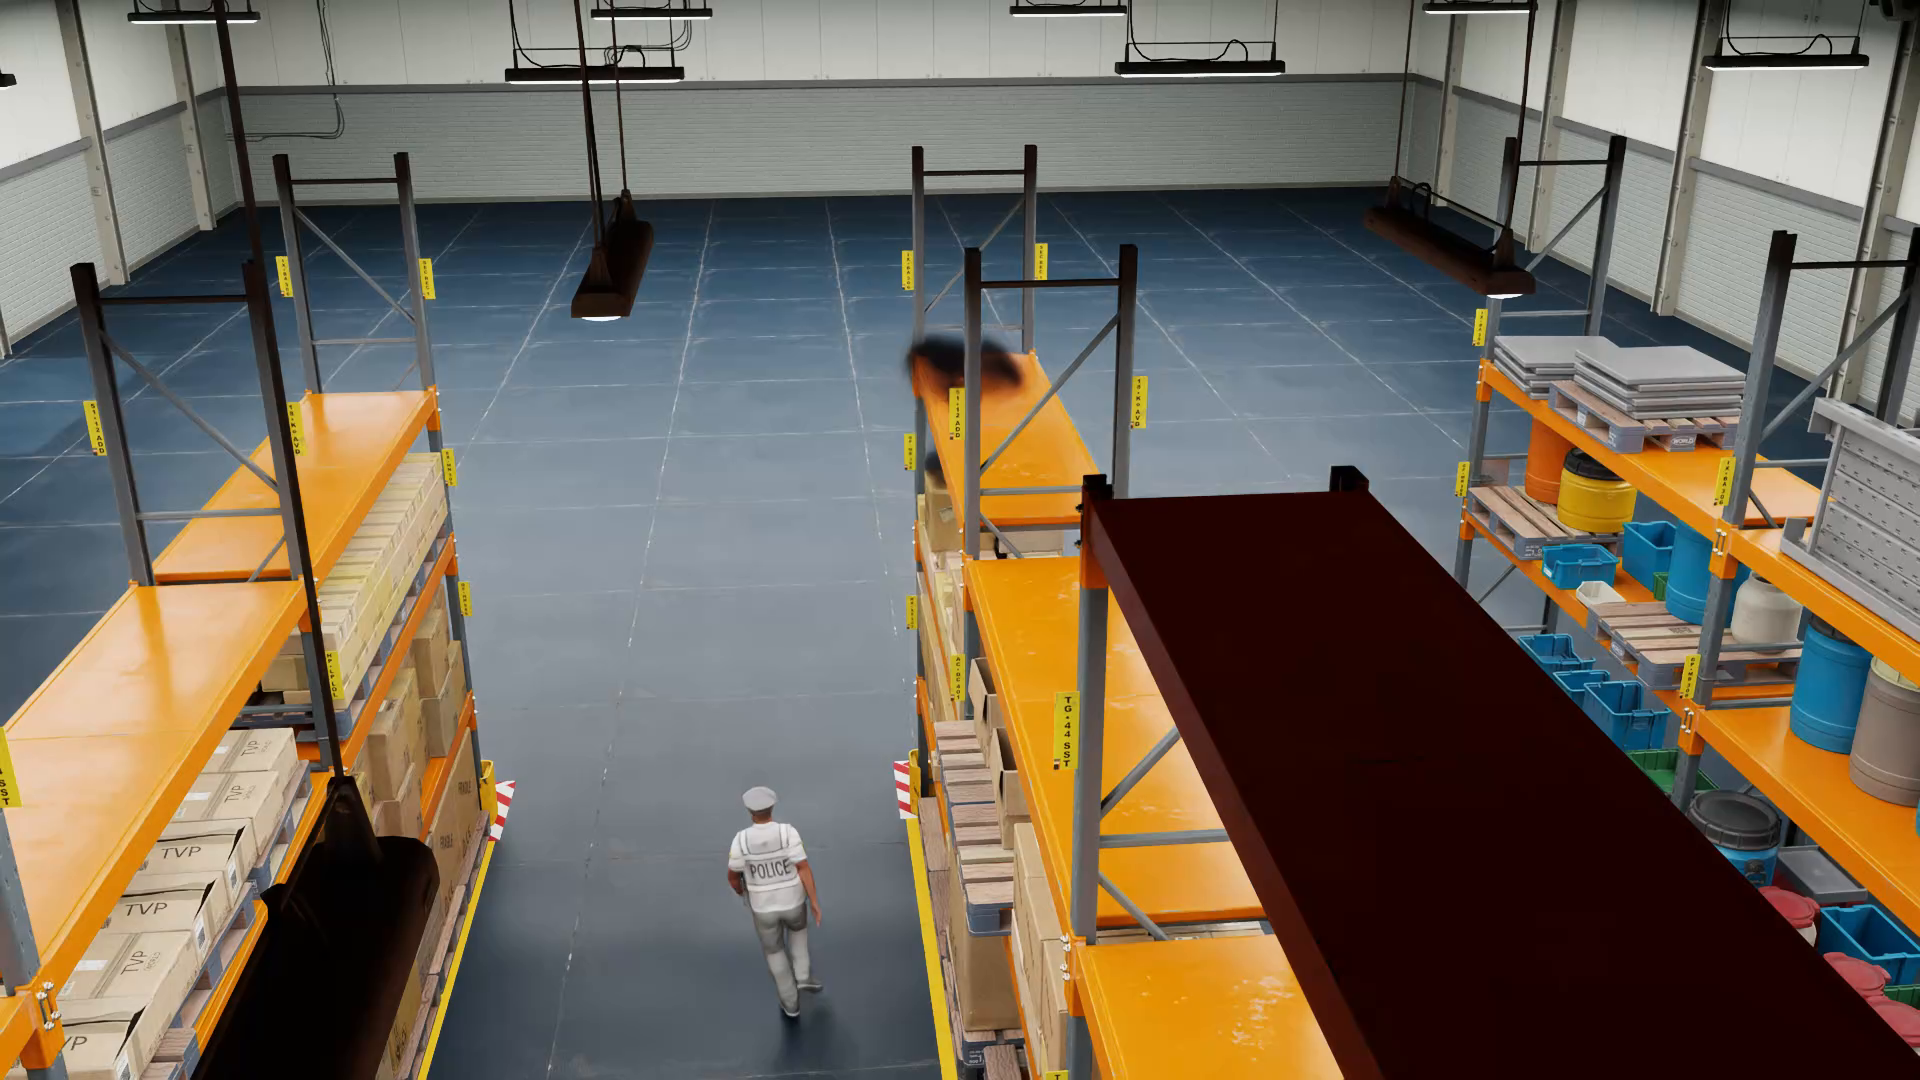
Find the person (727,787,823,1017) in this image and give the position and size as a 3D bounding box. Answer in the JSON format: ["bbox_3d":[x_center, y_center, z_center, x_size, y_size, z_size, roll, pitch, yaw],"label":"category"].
[{"bbox_3d":[-1.394,2.709,12.483,0.662,1.690,0.708,-5,22,-12],"label":"person"}]
